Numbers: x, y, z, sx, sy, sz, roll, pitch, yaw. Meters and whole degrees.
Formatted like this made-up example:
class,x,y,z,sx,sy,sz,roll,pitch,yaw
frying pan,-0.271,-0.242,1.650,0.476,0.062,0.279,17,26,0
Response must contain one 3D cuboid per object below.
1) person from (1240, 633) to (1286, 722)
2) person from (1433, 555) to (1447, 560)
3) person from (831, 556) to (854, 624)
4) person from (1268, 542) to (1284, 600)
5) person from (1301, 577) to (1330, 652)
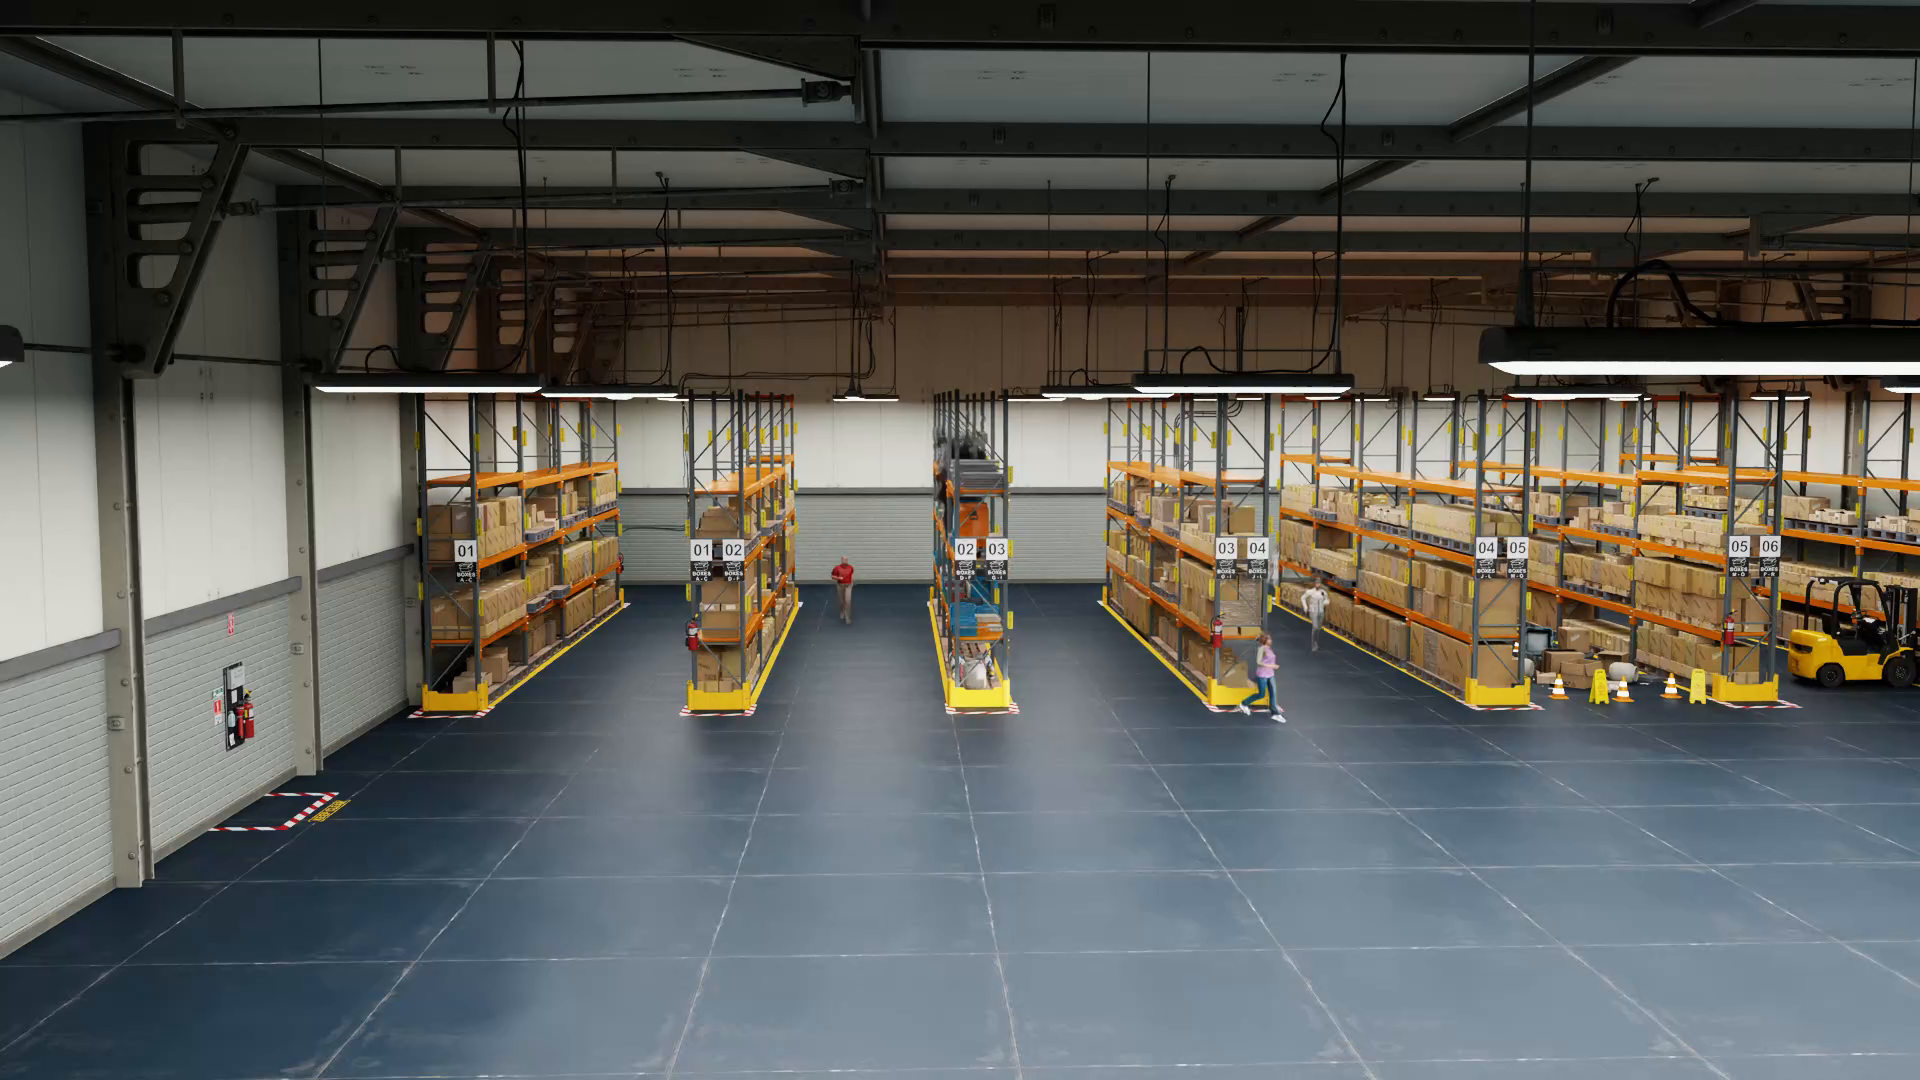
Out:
class,x,y,z,sx,sy,sz,roll,pitch,yaw
person,5.485,2.468,30.006,0.880,1.596,0.547,3,6,35
person,14.213,0.834,49.353,0.679,1.790,0.767,1,5,12
person,-3.079,1.297,43.794,0.640,1.755,0.911,-1,5,-10
person,9.266,0.906,48.605,0.585,1.737,0.686,-1,5,-17
person,8.292,1.729,38.673,0.576,1.749,0.719,-1,5,-10
